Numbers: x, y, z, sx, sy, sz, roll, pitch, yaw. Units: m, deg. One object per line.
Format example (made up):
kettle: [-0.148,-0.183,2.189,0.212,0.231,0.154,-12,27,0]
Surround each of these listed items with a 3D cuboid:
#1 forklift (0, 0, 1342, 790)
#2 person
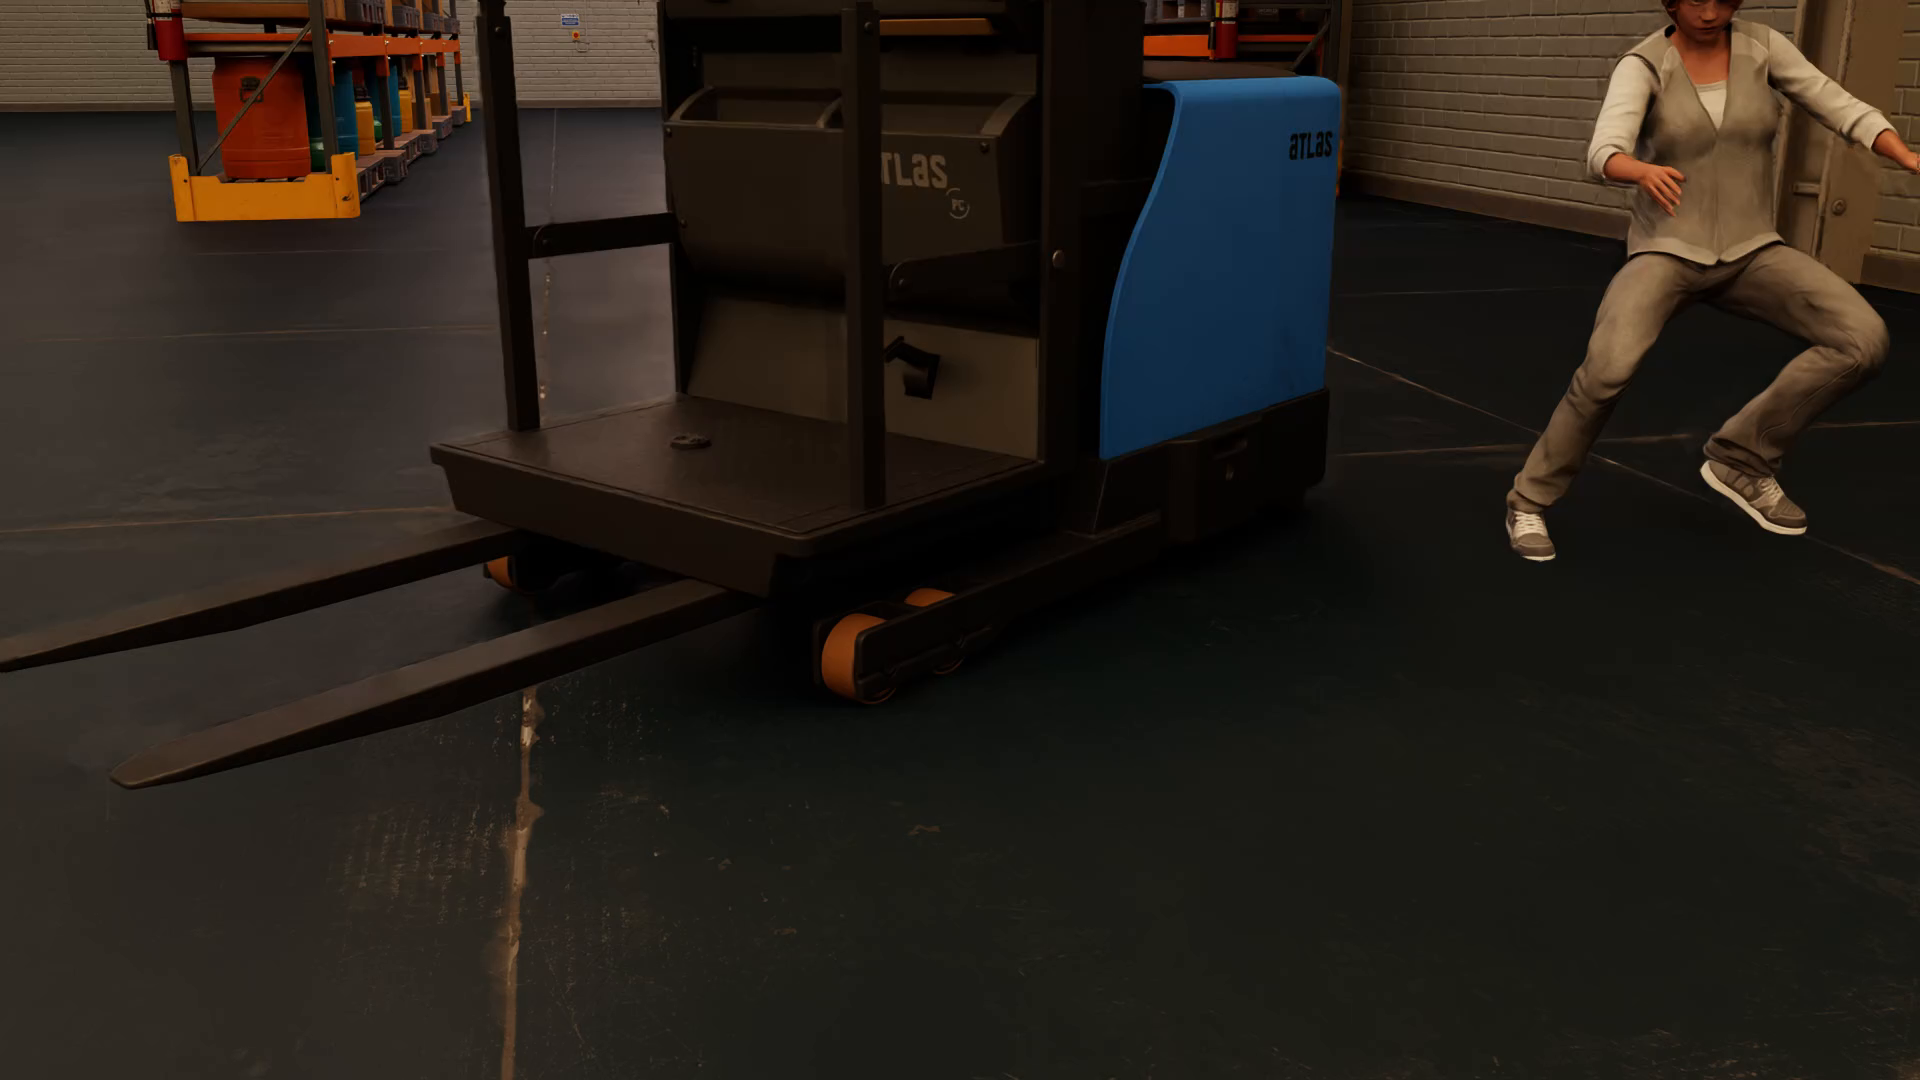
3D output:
forklift: [-0.379,-1.265,3.127,1.130,2.935,3.031,13,21,37]
person: [1.693,-0.603,3.716,0.797,1.376,0.694,2,17,8]
